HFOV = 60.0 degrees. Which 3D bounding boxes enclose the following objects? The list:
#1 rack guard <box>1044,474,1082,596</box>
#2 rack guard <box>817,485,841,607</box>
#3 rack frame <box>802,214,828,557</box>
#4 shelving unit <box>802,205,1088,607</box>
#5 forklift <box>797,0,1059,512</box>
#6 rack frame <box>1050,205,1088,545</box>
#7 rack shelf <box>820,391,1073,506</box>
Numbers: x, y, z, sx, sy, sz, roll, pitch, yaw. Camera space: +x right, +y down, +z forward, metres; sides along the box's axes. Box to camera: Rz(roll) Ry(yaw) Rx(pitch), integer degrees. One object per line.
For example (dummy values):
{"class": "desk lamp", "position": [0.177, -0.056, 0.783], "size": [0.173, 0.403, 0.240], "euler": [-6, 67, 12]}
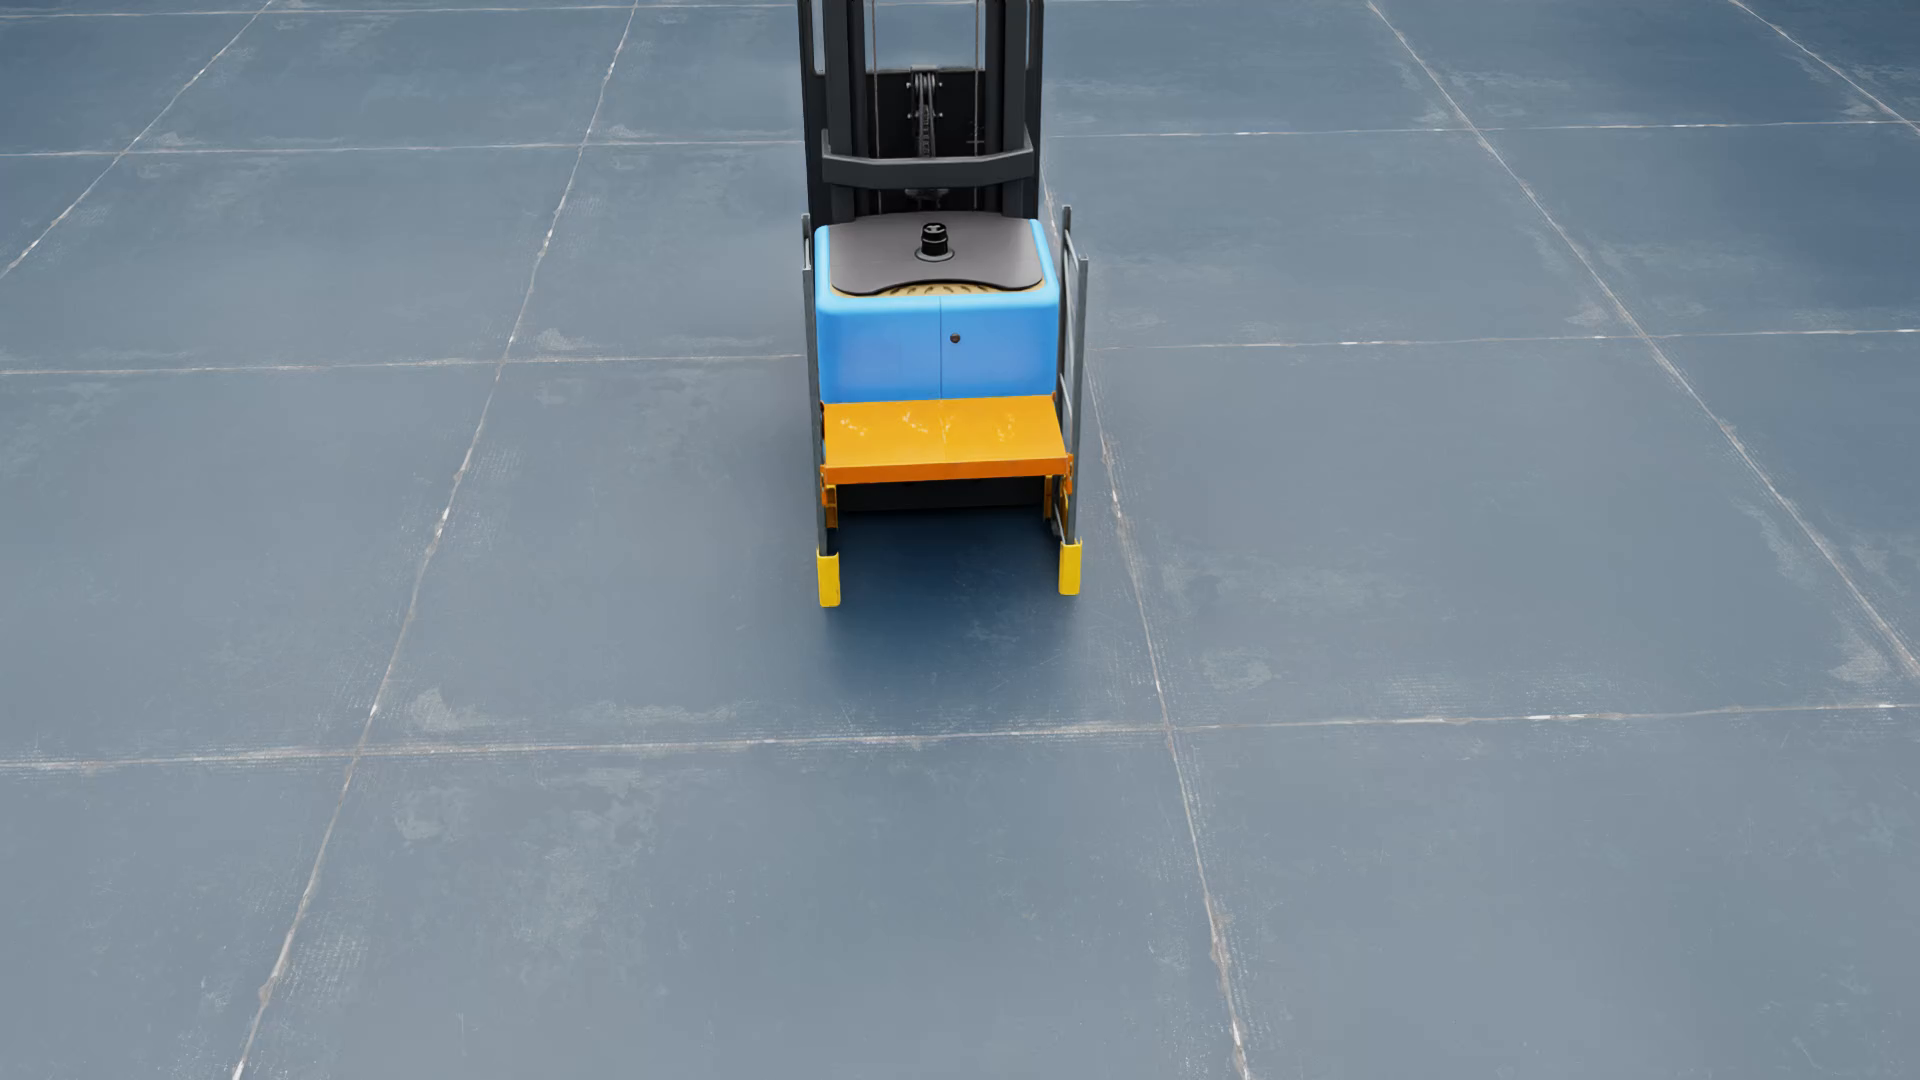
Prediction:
{"class": "rack guard", "position": [0.435, -0.038, 7.086], "size": [0.087, 0.250, 0.587], "euler": [-3, 35, -4]}
{"class": "rack guard", "position": [-0.558, 0.008, 7.019], "size": [0.087, 0.250, 0.587], "euler": [-3, 35, -4]}
{"class": "rack frame", "position": [-0.577, -0.505, 6.662], "size": [0.032, 1.500, 0.500], "euler": [-3, 35, -4]}
{"class": "shelving unit", "position": [-0.062, -0.529, 6.697], "size": [1.083, 1.500, 0.587], "euler": [-3, 35, -4]}
{"class": "forklift", "position": [-0.193, -2.146, 7.775], "size": [1.130, 2.935, 3.031], "euler": [-3, 35, -4]}
{"class": "rack frame", "position": [0.436, -0.552, 6.730], "size": [0.032, 1.500, 0.500], "euler": [-3, 35, -4]}
{"class": "rack shelf", "position": [-0.071, -0.381, 6.799], "size": [1.000, 0.185, 0.538], "euler": [-3, 35, -4]}
